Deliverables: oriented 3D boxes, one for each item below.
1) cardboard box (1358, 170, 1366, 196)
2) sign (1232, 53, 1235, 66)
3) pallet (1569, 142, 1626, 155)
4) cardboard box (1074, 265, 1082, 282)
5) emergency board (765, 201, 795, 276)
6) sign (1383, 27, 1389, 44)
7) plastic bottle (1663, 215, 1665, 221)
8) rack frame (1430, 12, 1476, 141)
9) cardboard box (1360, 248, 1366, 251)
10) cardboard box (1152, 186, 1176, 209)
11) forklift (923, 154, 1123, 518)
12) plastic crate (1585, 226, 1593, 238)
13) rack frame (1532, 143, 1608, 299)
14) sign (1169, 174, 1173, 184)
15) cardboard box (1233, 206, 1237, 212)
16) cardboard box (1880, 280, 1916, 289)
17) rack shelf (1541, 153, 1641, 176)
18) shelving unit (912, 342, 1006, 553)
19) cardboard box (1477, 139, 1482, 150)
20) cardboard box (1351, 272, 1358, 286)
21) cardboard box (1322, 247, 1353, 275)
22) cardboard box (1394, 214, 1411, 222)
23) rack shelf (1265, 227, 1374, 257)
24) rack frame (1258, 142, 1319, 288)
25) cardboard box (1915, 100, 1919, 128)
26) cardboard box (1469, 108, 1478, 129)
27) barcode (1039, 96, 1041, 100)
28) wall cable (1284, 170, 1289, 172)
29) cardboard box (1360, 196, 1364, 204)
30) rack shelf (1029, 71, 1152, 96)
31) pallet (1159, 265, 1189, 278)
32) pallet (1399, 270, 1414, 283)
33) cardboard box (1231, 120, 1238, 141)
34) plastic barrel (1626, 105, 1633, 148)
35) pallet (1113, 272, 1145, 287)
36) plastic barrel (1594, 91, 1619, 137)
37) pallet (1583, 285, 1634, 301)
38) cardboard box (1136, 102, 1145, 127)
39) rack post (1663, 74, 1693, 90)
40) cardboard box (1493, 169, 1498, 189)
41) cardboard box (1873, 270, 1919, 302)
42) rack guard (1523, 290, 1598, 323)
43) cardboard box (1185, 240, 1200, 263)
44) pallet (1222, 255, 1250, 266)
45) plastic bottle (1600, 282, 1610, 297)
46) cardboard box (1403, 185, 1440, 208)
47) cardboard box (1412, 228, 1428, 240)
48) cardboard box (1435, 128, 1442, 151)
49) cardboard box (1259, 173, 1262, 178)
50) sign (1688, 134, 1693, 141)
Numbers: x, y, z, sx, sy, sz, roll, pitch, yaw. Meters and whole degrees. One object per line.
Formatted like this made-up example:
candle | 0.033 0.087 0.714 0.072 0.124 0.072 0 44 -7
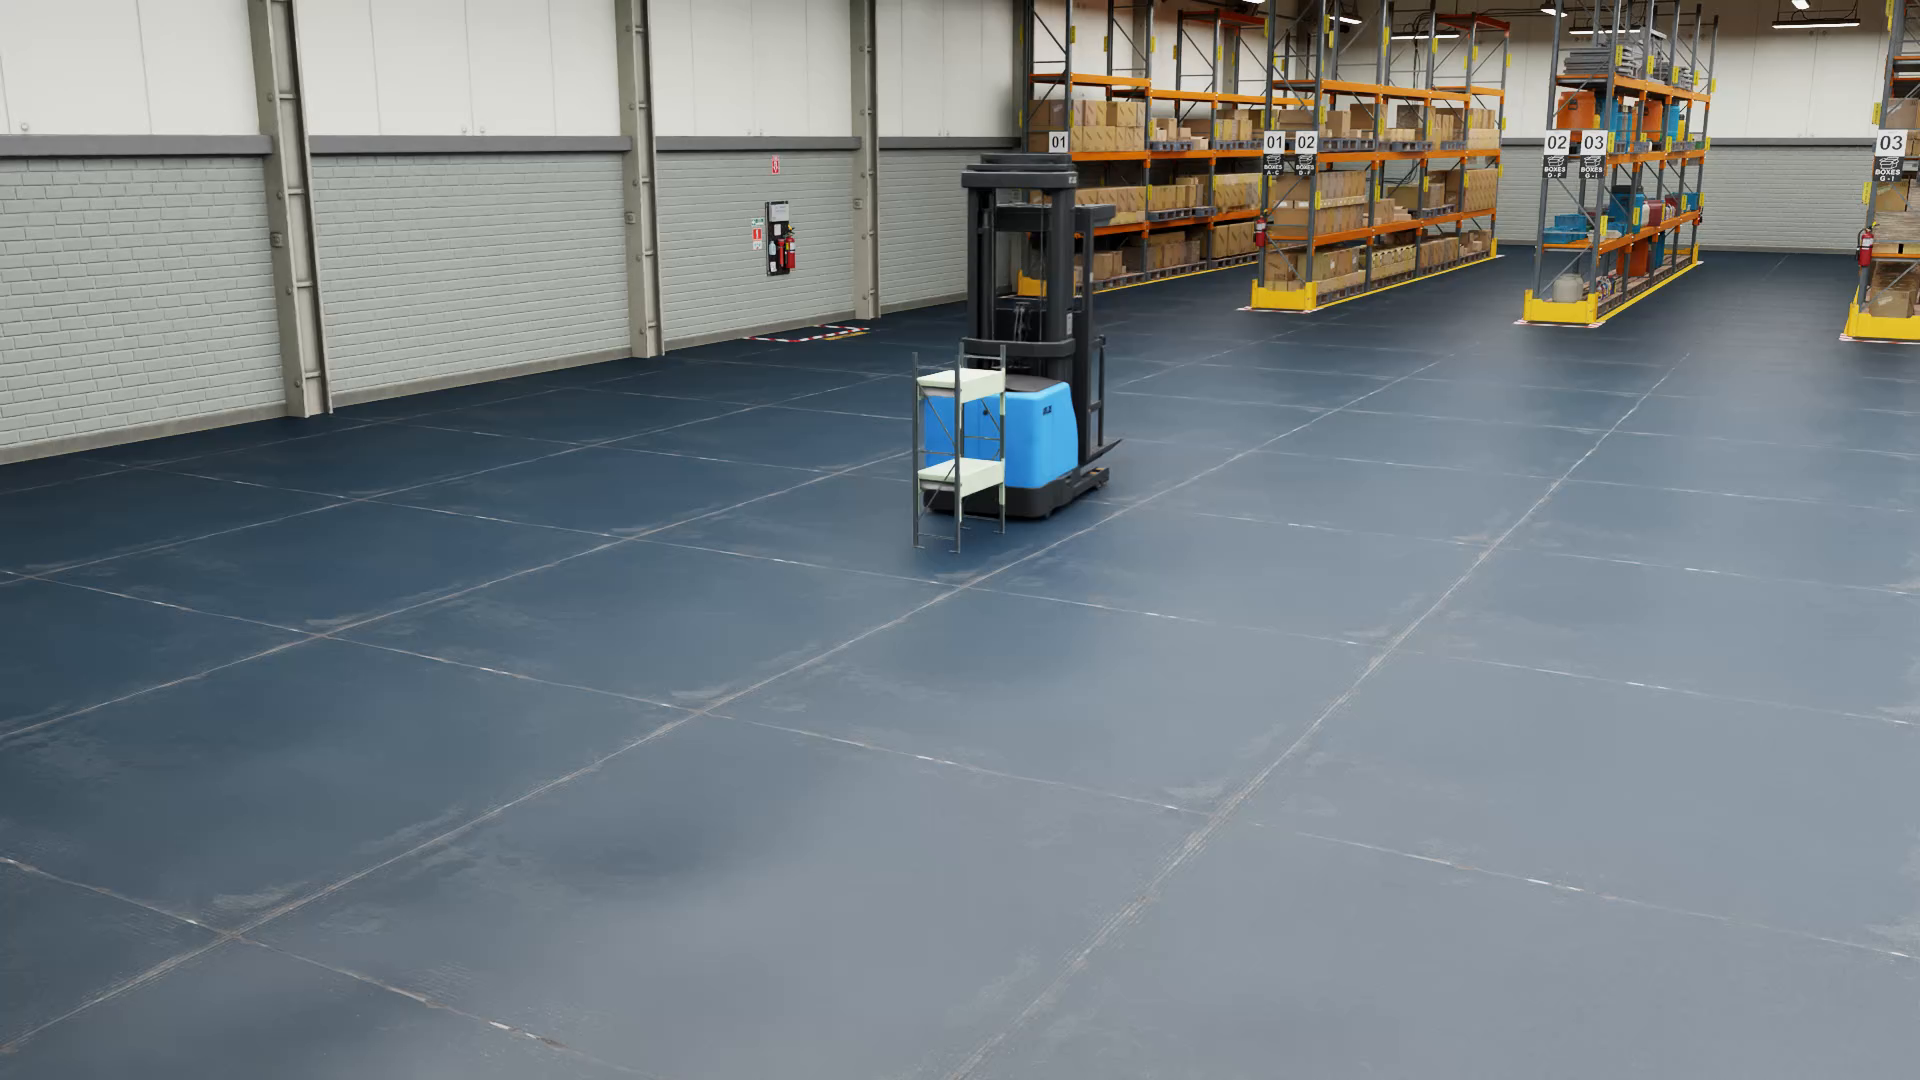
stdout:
cardboard box | 7.756 -7.197 33.504 0.700 0.500 0.500 7 15 28
sign | 7.020 -12.326 42.631 0.100 0.325 0.005 7 15 28
pallet | 10.851 -6.752 28.641 1.003 0.211 1.213 7 15 28
cardboard box | 2.381 -5.504 34.264 0.500 0.311 0.500 9 16 33
emergency board | -2.855 -4.857 26.780 0.194 1.169 0.643 7 15 28
sign | 8.438 -9.989 32.935 0.100 0.325 0.005 7 15 28
plastic bottle | 15.395 -7.144 36.532 0.152 0.276 0.135 7 15 28
rack frame | 11.832 -11.167 40.153 1.000 3.000 0.127 7 15 28
cardboard box | 8.645 -6.177 36.030 0.500 0.311 0.500 7 15 27
cardboard box | 4.470 -7.785 37.774 0.700 0.500 0.500 10 17 36
forklift | 0.710 -1.906 14.686 1.130 2.935 3.031 5 15 21
plastic crate | 11.395 -5.698 30.719 0.450 0.188 0.662 7 15 28
rack frame | 10.365 -5.227 28.313 1.000 3.000 0.127 7 15 28
sign | 5.073 -8.615 39.899 0.100 0.325 0.005 7 15 28
cardboard box | 6.654 -8.235 41.286 0.380 0.149 0.250 7 15 28
cardboard box | 15.905 -4.143 28.255 0.500 0.500 0.500 6 15 23
rack shelf | 11.332 -6.745 29.748 1.077 0.370 4.000 7 15 28
shelving unit | -0.003 -0.728 12.852 0.431 1.500 0.755 7 15 28
cardboard box | 12.772 -9.912 41.668 0.500 0.250 0.500 7 15 28
cardboard box | 7.681 -5.255 33.403 0.500 0.250 0.500 7 15 28
cardboard box | 7.441 -5.517 32.888 0.500 0.500 0.500 7 15 28
cardboard box | 9.705 -7.092 36.586 0.380 0.149 0.250 7 15 28
rack shelf | 6.998 -5.849 32.430 1.077 0.370 4.000 7 15 28
rack frame | 6.031 -5.789 30.644 1.000 3.000 0.127 7 15 28
cardboard box | 16.640 -7.259 28.430 0.500 0.500 0.500 7 15 26
cardboard box | 12.399 -10.434 41.166 0.700 0.500 0.500 7 15 28
barcode | 1.598 -8.836 33.257 0.001 0.075 0.075 7 15 28
wall cable | 9.218 -10.495 48.000 0.084 1.984 1.851 7 15 28
cardboard box | 7.899 -6.843 33.419 0.380 0.149 0.250 7 15 27
rack shelf | 2.659 -9.324 34.052 1.077 0.370 4.000 7 15 28
pallet | 4.590 -6.225 38.405 1.003 0.211 1.213 7 15 28
pallet | 9.466 -5.910 37.096 1.003 0.211 1.213 7 15 28
cardboard box | 6.461 -10.147 41.168 0.700 0.500 0.500 7 15 28
plastic barrel | 12.987 -8.146 32.954 0.600 0.901 0.708 7 15 28
pallet | 3.333 -5.672 36.111 1.003 0.211 1.213 7 15 28
plastic barrel | 11.724 -7.761 30.461 0.600 0.901 0.708 7 15 28
pallet | 12.644 -4.857 32.730 1.003 0.211 1.213 7 15 28
cardboard box | 3.622 -9.039 35.336 0.500 0.500 0.500 6 15 23
rack post | 15.299 -9.932 36.098 0.937 0.300 0.954 9 16 34
cardboard box | 13.791 -9.483 43.623 0.500 0.500 0.500 7 15 28
cardboard box | 16.950 -4.608 30.143 0.700 0.500 0.500 6 15 24
rack guard | 10.361 -4.032 28.693 1.175 0.500 0.348 7 15 28
cardboard box | 5.258 -6.835 39.381 0.700 0.500 0.500 8 16 29
pallet | 6.598 -7.037 41.773 1.003 0.211 1.213 7 15 28
plastic bottle | 11.909 -4.634 30.726 0.152 0.276 0.135 8 16 29
cardboard box | 10.713 -7.991 38.668 0.700 0.500 0.500 11 17 38
cardboard box | 10.901 -7.337 39.861 0.500 0.250 0.500 7 15 28
cardboard box | 10.578 -9.241 38.352 0.910 0.500 0.500 7 15 28
cardboard box | 7.492 -9.254 42.526 0.500 0.250 0.500 8 16 29
sign | 16.647 -9.088 37.912 0.100 0.325 0.005 7 15 28
